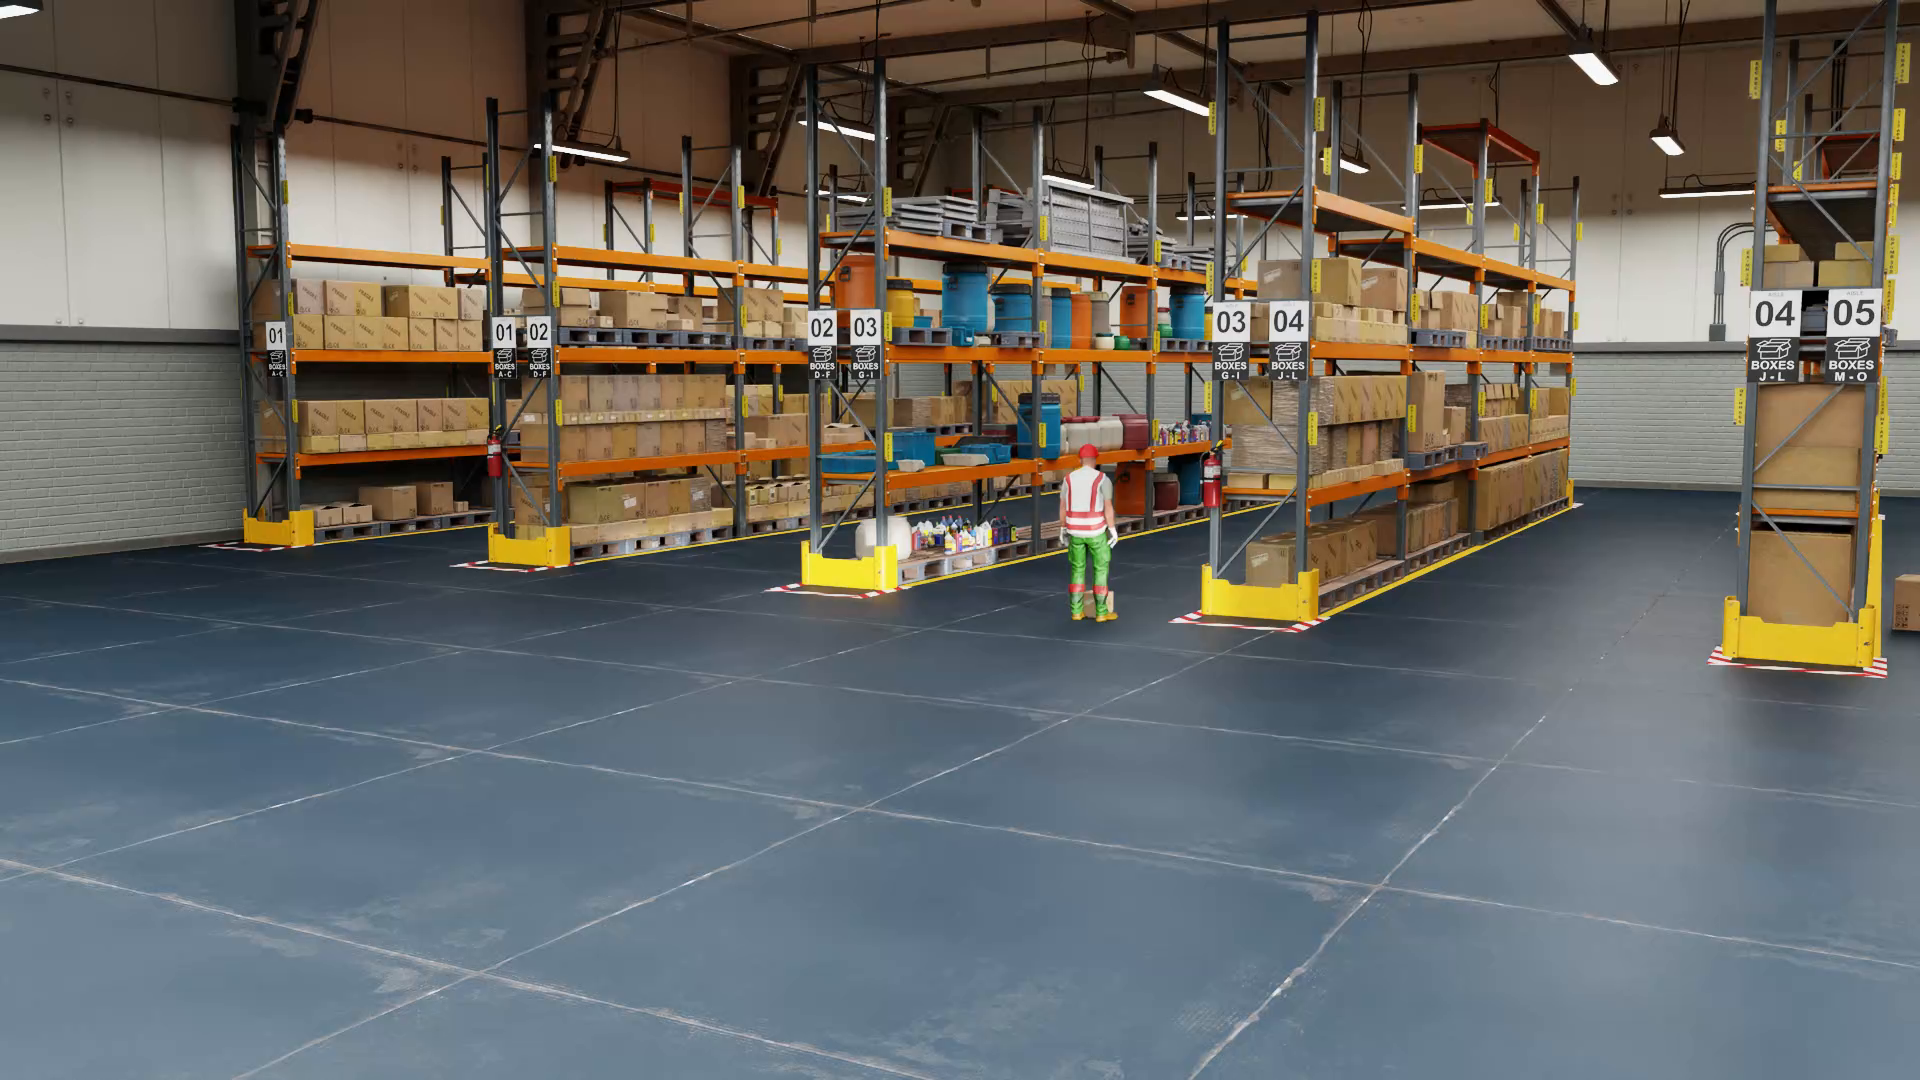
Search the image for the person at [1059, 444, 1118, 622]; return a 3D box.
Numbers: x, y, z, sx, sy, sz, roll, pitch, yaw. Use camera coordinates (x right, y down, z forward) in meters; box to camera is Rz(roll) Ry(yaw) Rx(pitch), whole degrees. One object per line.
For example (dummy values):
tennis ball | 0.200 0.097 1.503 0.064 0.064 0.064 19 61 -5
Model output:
person | 1.296 -0.080 16.787 0.610 1.777 0.451 3 6 25
